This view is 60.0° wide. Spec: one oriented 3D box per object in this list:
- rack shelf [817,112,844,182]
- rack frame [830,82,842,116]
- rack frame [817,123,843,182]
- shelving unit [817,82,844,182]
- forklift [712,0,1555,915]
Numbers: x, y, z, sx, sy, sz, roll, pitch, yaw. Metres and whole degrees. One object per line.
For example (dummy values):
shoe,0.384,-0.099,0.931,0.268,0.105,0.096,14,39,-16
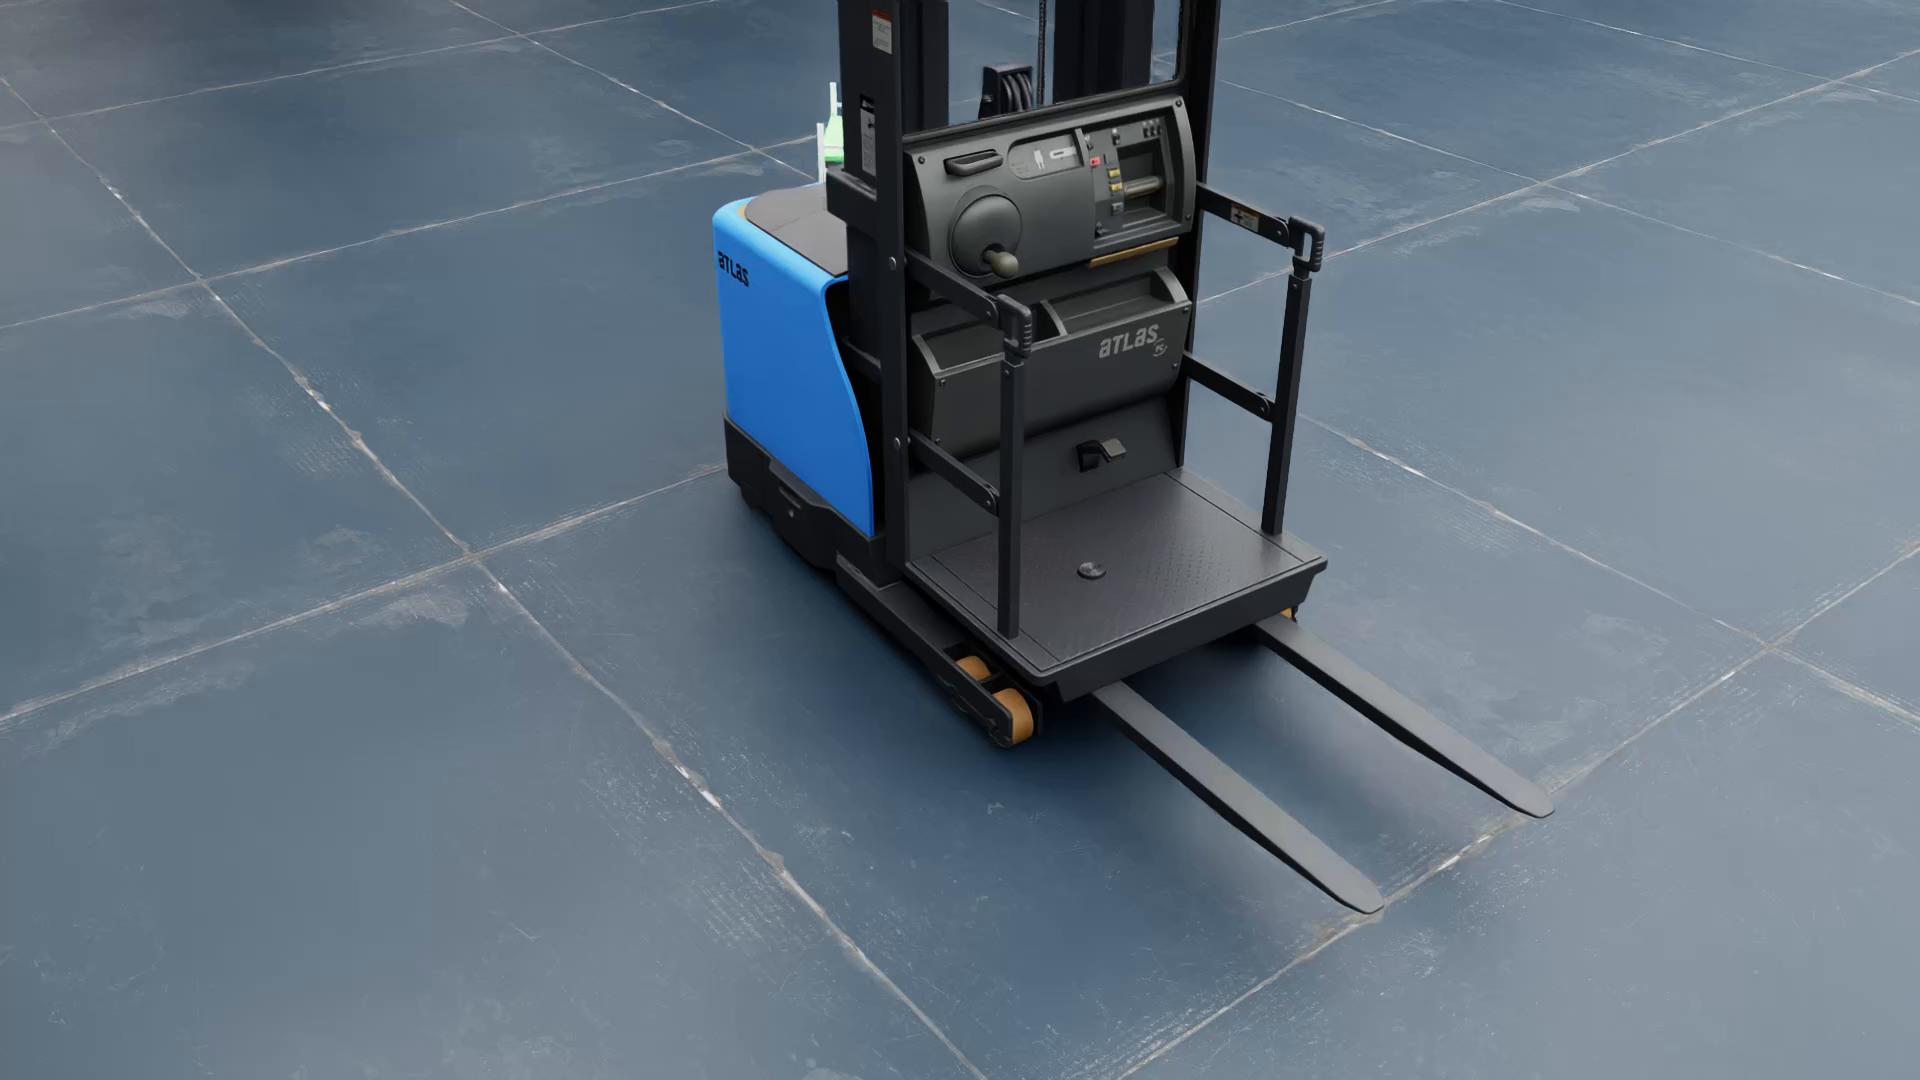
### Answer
rack shelf,-0.373,-1.428,6.123,0.258,0.148,0.480,1,32,1
rack frame,-0.367,-1.203,6.549,0.240,1.200,0.015,1,32,1
rack frame,-0.380,-0.945,6.135,0.240,1.200,0.015,1,32,1
shelving unit,-0.373,-1.074,6.342,0.258,1.200,0.503,1,32,1
forklift,0.397,-0.937,4.481,1.130,2.935,3.031,-19,37,-28
